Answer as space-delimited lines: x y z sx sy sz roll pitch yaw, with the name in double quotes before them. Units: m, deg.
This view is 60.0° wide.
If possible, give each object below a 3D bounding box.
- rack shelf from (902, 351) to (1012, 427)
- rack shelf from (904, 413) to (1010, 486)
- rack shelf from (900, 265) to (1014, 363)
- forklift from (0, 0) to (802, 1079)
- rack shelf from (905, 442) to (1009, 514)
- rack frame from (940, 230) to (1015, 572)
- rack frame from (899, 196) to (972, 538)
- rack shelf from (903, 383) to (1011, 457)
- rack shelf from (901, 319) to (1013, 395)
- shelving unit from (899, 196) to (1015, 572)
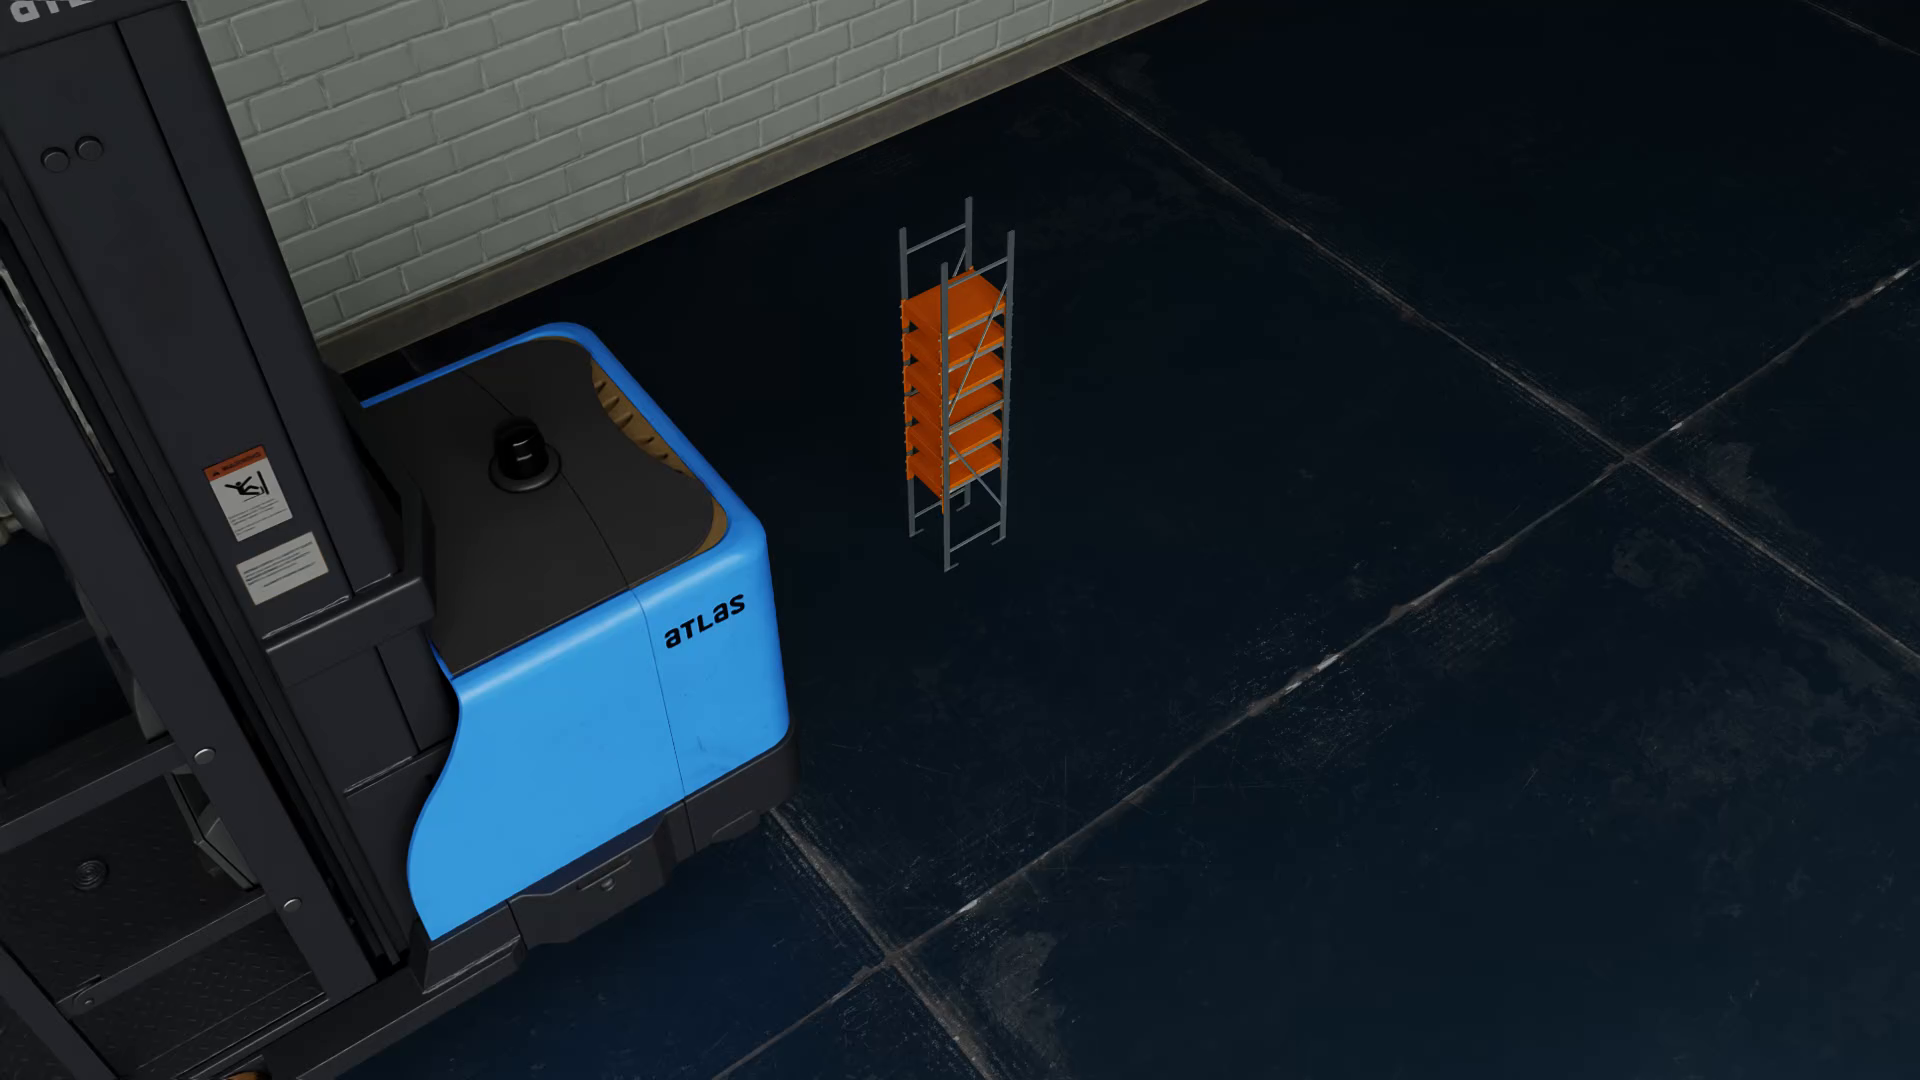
"rack shelf" -0.009 -0.462 4.757 0.258 0.103 0.180 -29 54 -24
"rack shelf" -0.009 -0.301 4.935 0.258 0.103 0.180 -29 54 -24
"rack shelf" -0.009 -0.623 4.579 0.258 0.103 0.180 -29 54 -24
"forklift" -1.926 0.073 3.206 3.031 2.935 1.130 -28 54 -23
"rack shelf" -0.009 -0.220 5.024 0.258 0.103 0.180 -29 54 -24
"rack frame" 0.047 -0.358 4.764 0.240 1.200 0.006 -29 54 -24
"rack frame" -0.064 -0.465 4.862 0.240 1.200 0.006 -29 54 -24
"rack shelf" -0.009 -0.382 4.846 0.258 0.103 0.180 -29 54 -24
"rack shelf" -0.009 -0.543 4.668 0.258 0.103 0.180 -29 54 -24
"shelving unit" -0.009 -0.412 4.813 0.258 1.200 0.189 -29 54 -24
